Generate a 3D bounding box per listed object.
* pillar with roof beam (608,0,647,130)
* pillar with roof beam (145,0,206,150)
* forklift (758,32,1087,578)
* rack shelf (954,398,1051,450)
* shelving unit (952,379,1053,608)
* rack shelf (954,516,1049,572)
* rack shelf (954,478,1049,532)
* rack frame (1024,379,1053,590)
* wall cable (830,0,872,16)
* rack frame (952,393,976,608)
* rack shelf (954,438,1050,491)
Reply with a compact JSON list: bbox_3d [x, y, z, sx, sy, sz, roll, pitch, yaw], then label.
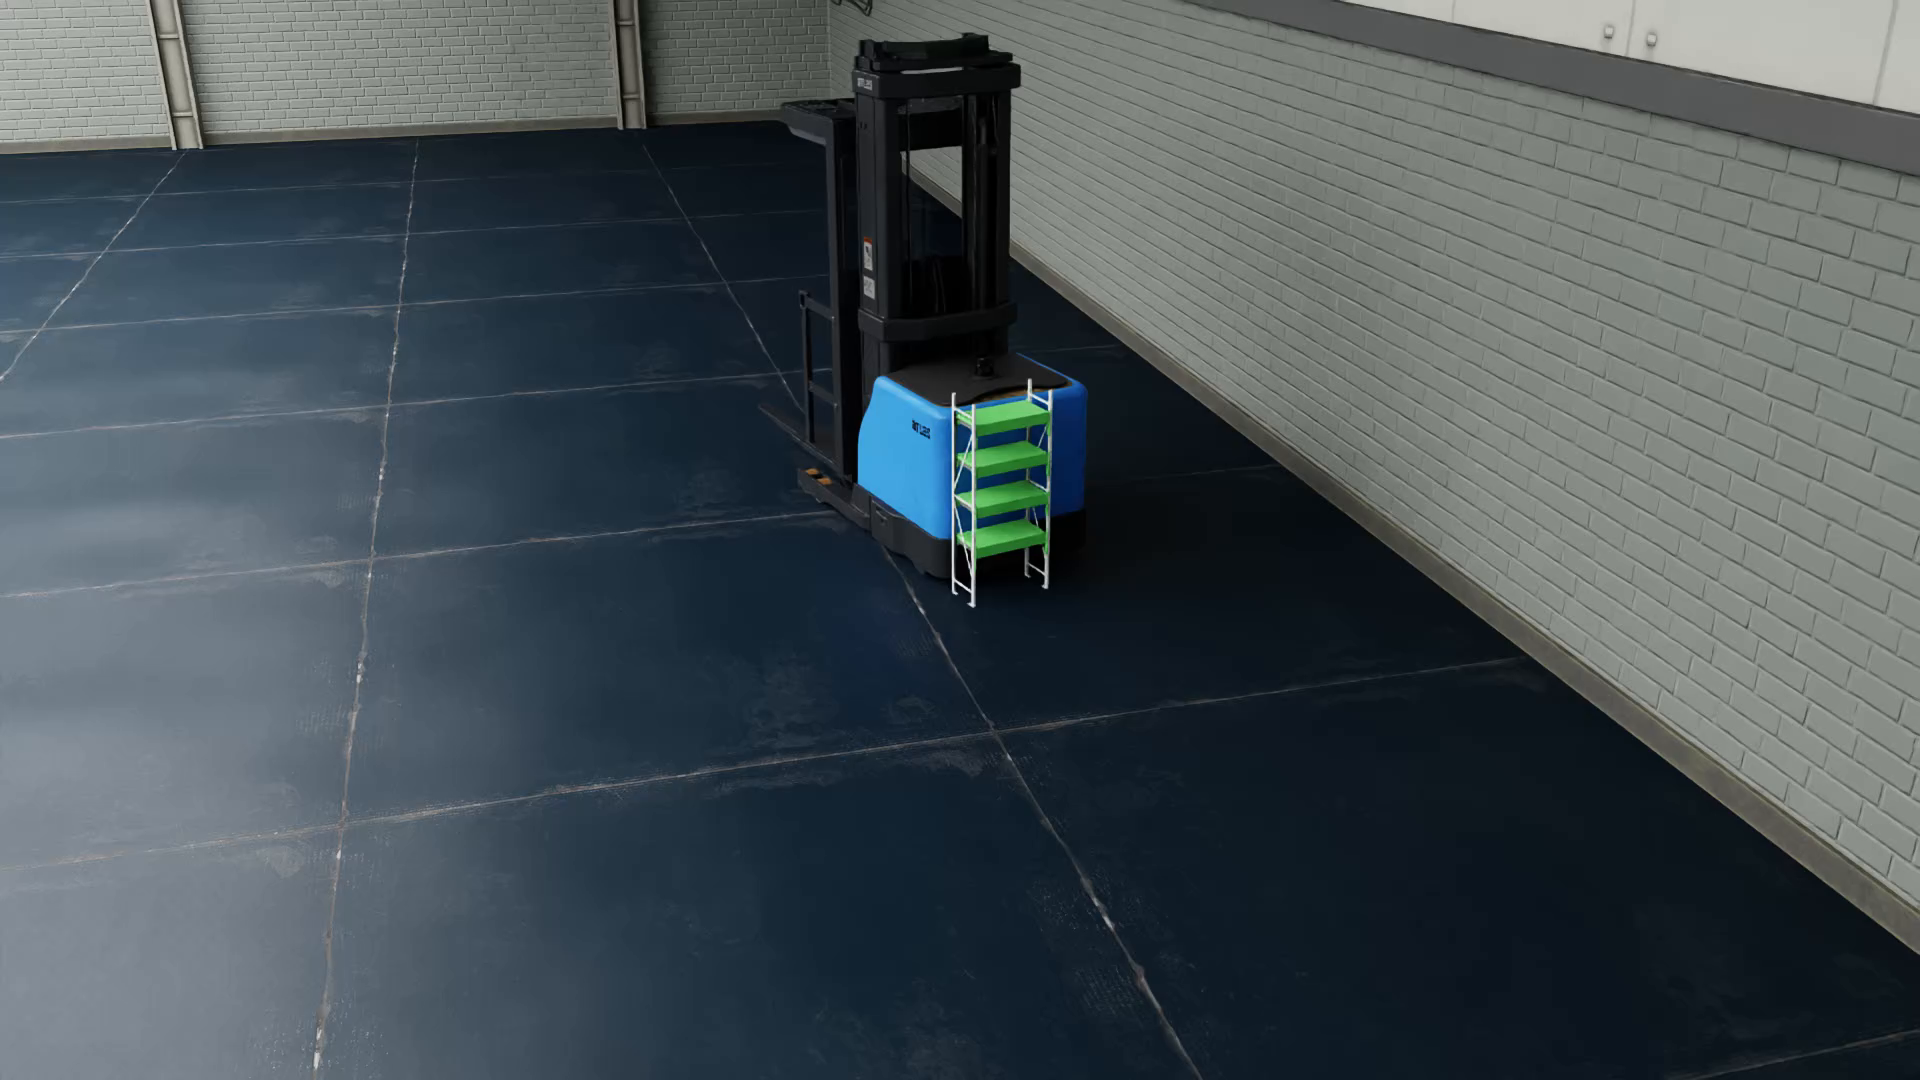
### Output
[{"bbox_3d":[-3.622,-8.523,18.700,0.400,9.000,9.100,-6,24,-14],"label":"pillar with roof beam"},{"bbox_3d":[-9.399,-7.884,17.211,0.400,9.000,9.100,-6,24,-14],"label":"pillar with roof beam"},{"bbox_3d":[-0.413,-1.665,10.413,1.130,2.935,3.031,-13,26,-27],"label":"forklift"},{"bbox_3d":[0.233,-0.642,9.169,0.480,0.148,0.258,-13,26,-27],"label":"rack shelf"},{"bbox_3d":[0.233,-0.260,9.333,0.503,1.200,0.258,-13,26,-27],"label":"shelving unit"},{"bbox_3d":[0.233,0.020,9.453,0.480,0.148,0.258,-13,26,-27],"label":"rack shelf"},{"bbox_3d":[0.233,-0.201,9.359,0.480,0.148,0.258,-13,26,-27],"label":"rack shelf"},{"bbox_3d":[0.445,-0.308,9.445,0.015,1.200,0.240,-13,26,-27],"label":"rack frame"},{"bbox_3d":[-1.591,-8.542,22.683,0.112,2.526,3.097,-6,24,-14],"label":"wall cable"},{"bbox_3d":[0.021,-0.212,9.222,0.015,1.200,0.240,-13,26,-27],"label":"rack frame"},{"bbox_3d":[0.233,-0.422,9.264,0.480,0.148,0.258,-13,26,-27],"label":"rack shelf"}]
